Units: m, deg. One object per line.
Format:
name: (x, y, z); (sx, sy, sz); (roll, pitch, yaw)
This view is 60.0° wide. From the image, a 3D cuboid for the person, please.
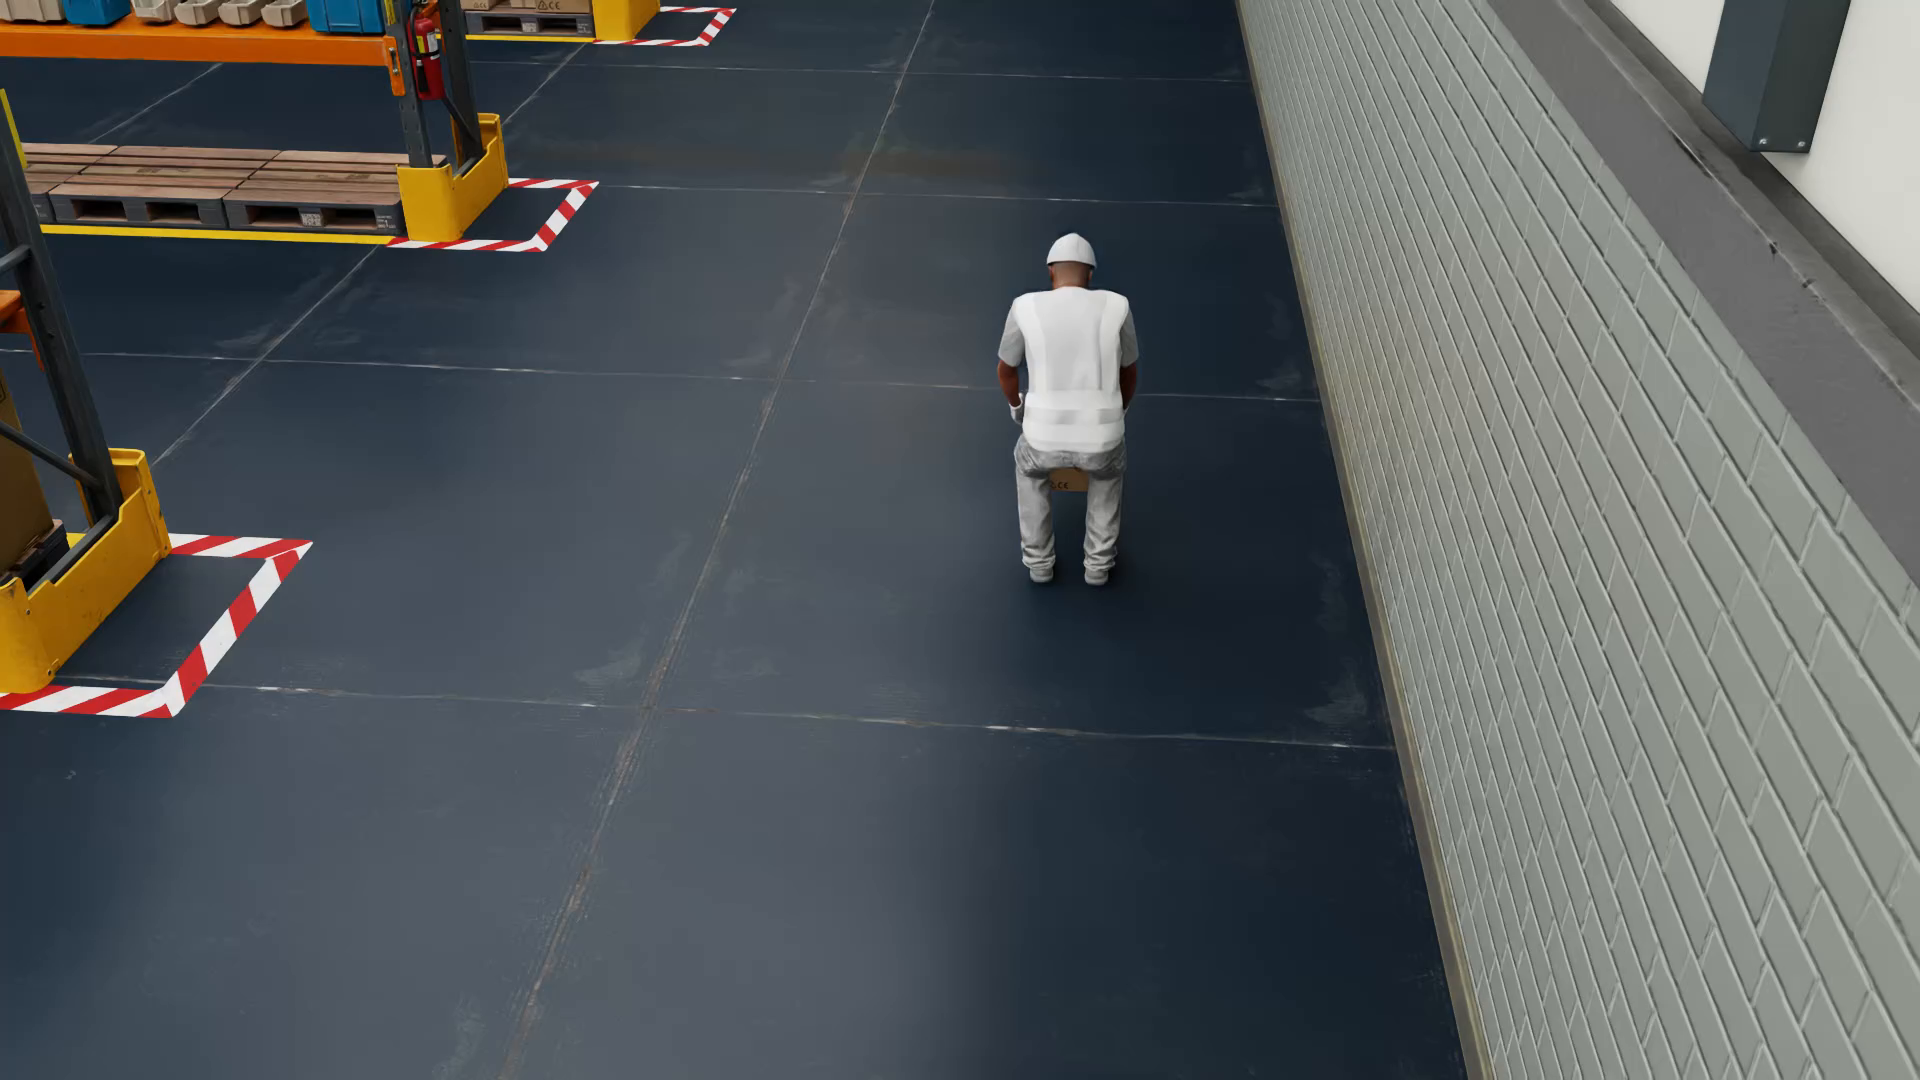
person: (0.458, -0.502, 7.285); (0.613, 1.412, 0.772); (3, 32, 4)
